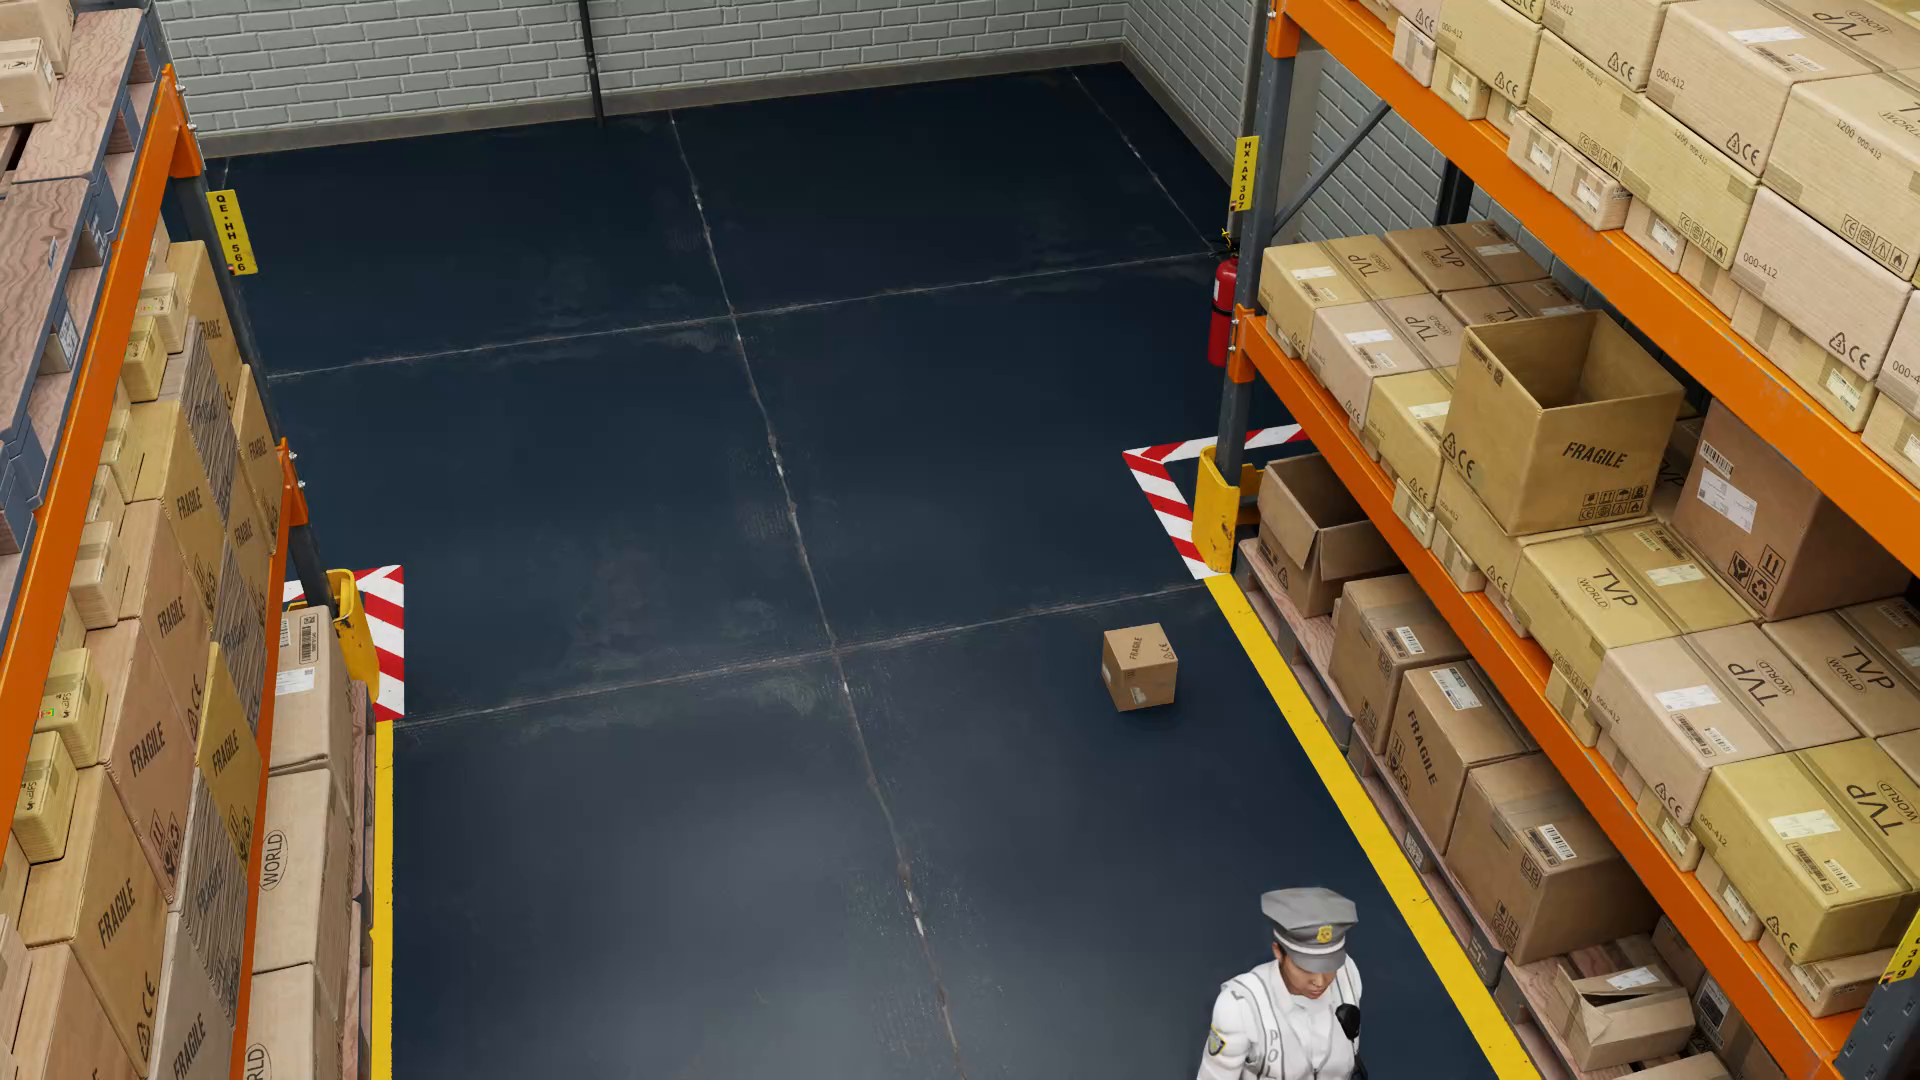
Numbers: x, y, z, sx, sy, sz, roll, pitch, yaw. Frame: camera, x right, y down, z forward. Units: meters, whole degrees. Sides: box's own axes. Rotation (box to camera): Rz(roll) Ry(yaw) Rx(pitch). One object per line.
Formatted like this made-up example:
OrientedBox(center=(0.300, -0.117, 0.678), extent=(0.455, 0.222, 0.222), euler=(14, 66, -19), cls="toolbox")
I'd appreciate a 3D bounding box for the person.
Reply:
OrientedBox(center=(0.889, 1.601, 4.671), extent=(0.515, 1.637, 1.008), euler=(-9, 39, -11), cls="person")
